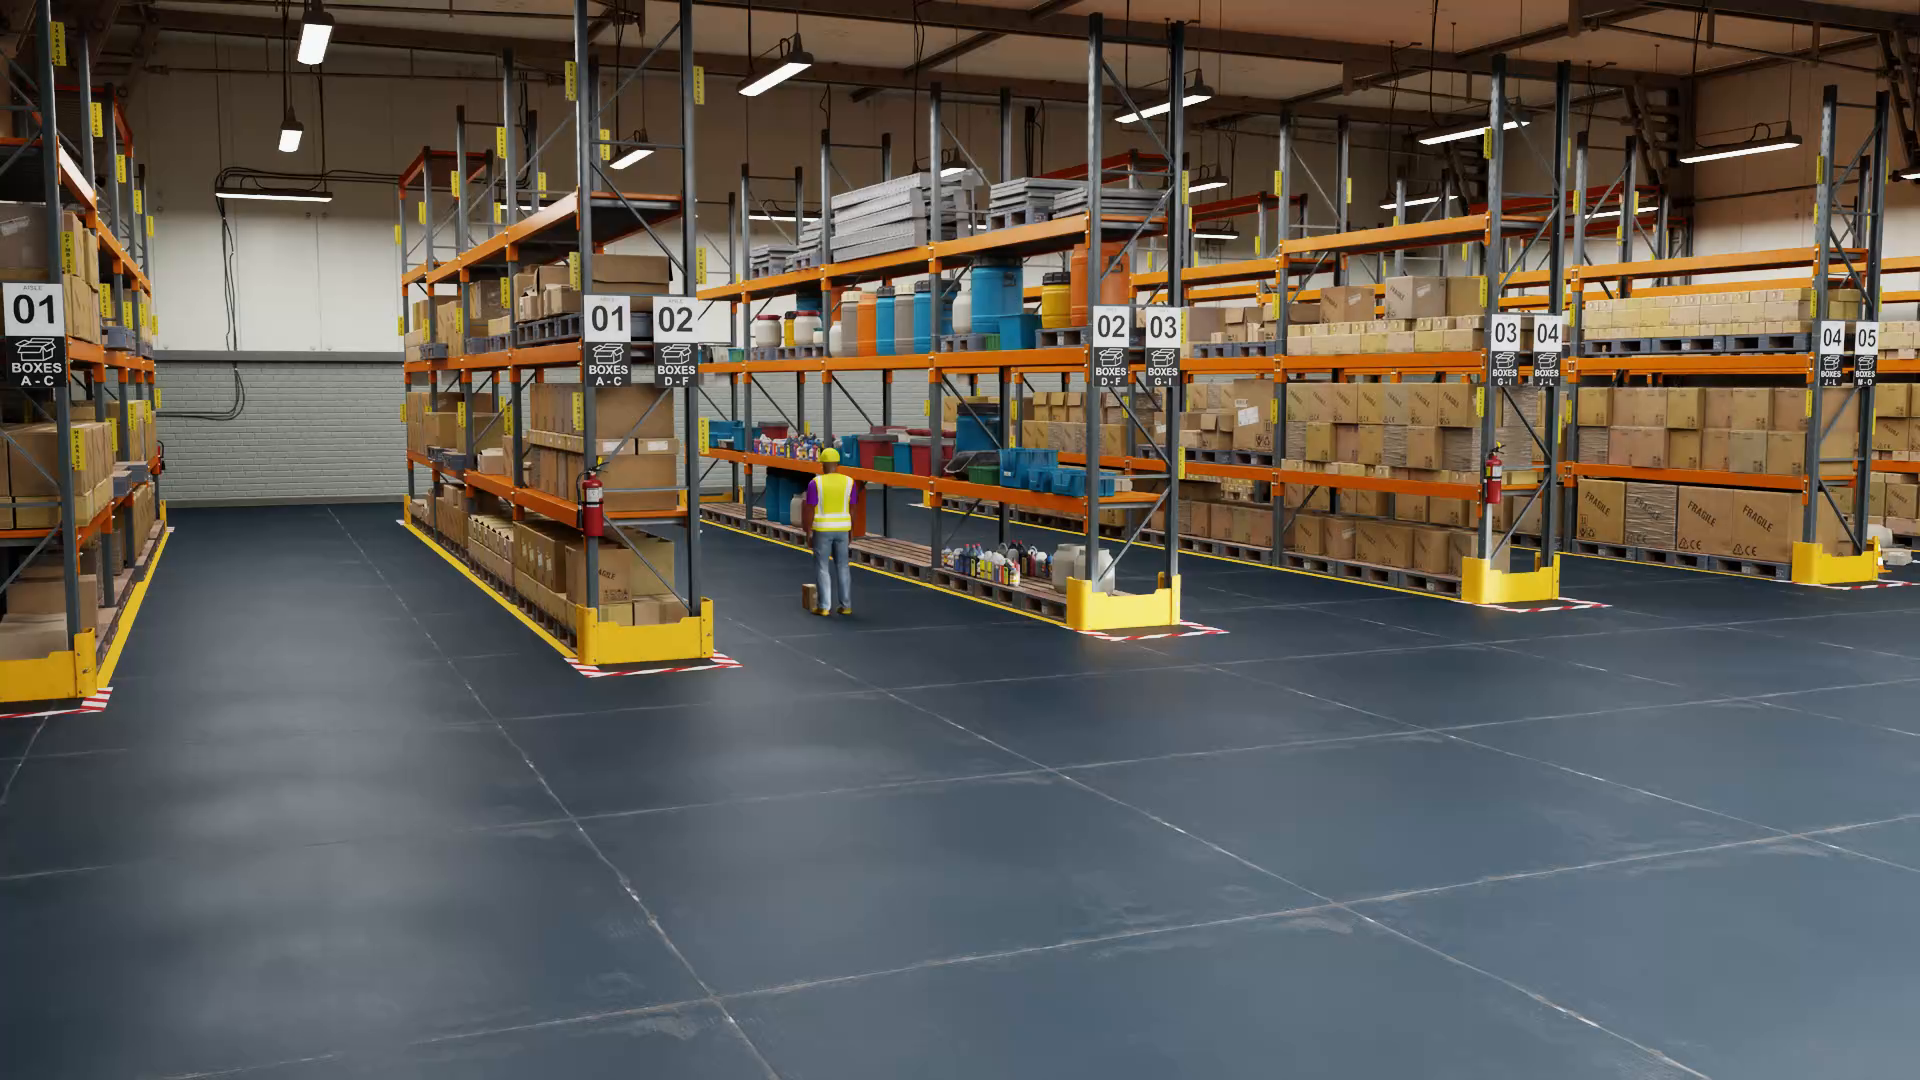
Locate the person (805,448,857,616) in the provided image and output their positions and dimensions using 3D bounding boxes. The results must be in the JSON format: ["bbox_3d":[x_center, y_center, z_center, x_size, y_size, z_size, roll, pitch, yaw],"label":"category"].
[{"bbox_3d":[-1.374,-0.090,17.617,0.562,1.761,0.358,-2,6,-22],"label":"person"}]
